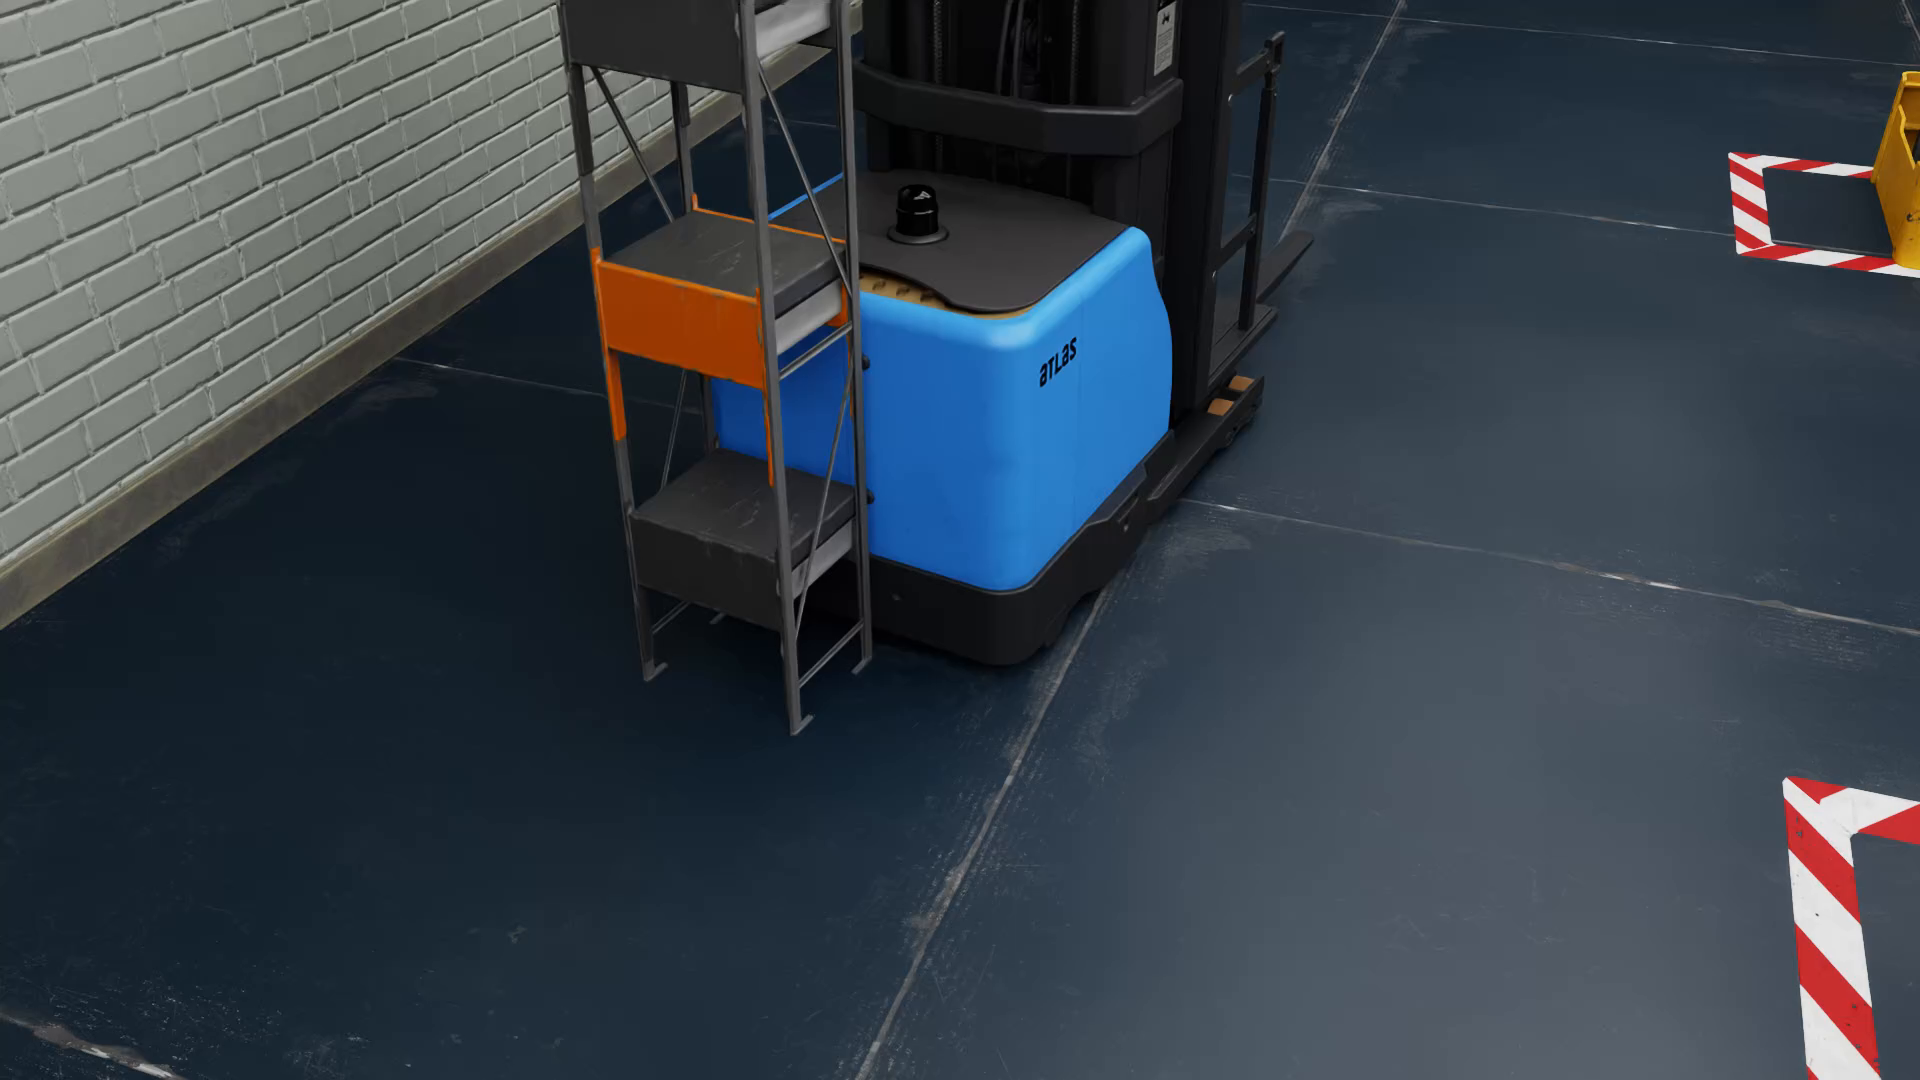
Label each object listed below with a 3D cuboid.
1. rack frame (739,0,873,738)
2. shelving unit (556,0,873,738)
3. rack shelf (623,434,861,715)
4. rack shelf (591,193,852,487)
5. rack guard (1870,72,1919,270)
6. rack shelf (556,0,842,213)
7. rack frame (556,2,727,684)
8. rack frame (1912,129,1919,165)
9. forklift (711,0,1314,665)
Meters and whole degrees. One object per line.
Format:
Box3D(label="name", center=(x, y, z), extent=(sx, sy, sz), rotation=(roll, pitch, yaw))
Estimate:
Box3D(label="rack frame", center=(-0.350, -0.452, 4.014), extent=(0.015, 2.100, 0.400), rotation=(17, 36, 24))
Box3D(label="shelving unit", center=(-0.564, -0.516, 4.113), extent=(0.503, 2.100, 0.431), rotation=(17, 36, 24))
Box3D(label="rack shelf", center=(-0.564, 0.084, 4.500), extent=(0.480, 0.518, 0.431), rotation=(17, 36, 24))
Box3D(label="rack shelf", center=(-0.564, -0.504, 4.120), extent=(0.480, 0.518, 0.431), rotation=(17, 36, 24))
Box3D(label="rack guard", center=(4.319, -1.633, 7.319), extent=(0.348, 0.500, 1.175), rotation=(11, 34, 16))
Box3D(label="rack shelf", center=(-0.564, -1.092, 3.740), extent=(0.480, 0.518, 0.431), rotation=(17, 36, 24))
Box3D(label="rack frame", center=(-0.778, -0.579, 4.211), extent=(0.015, 2.100, 0.400), rotation=(17, 36, 24))
Box3D(label="rack frame", center=(4.342, -2.679, 6.634), extent=(0.127, 3.000, 1.000), rotation=(11, 34, 16))
Box3D(label="forklift", center=(0.421, -1.661, 5.120), extent=(1.130, 2.935, 3.031), rotation=(17, 36, 24))
